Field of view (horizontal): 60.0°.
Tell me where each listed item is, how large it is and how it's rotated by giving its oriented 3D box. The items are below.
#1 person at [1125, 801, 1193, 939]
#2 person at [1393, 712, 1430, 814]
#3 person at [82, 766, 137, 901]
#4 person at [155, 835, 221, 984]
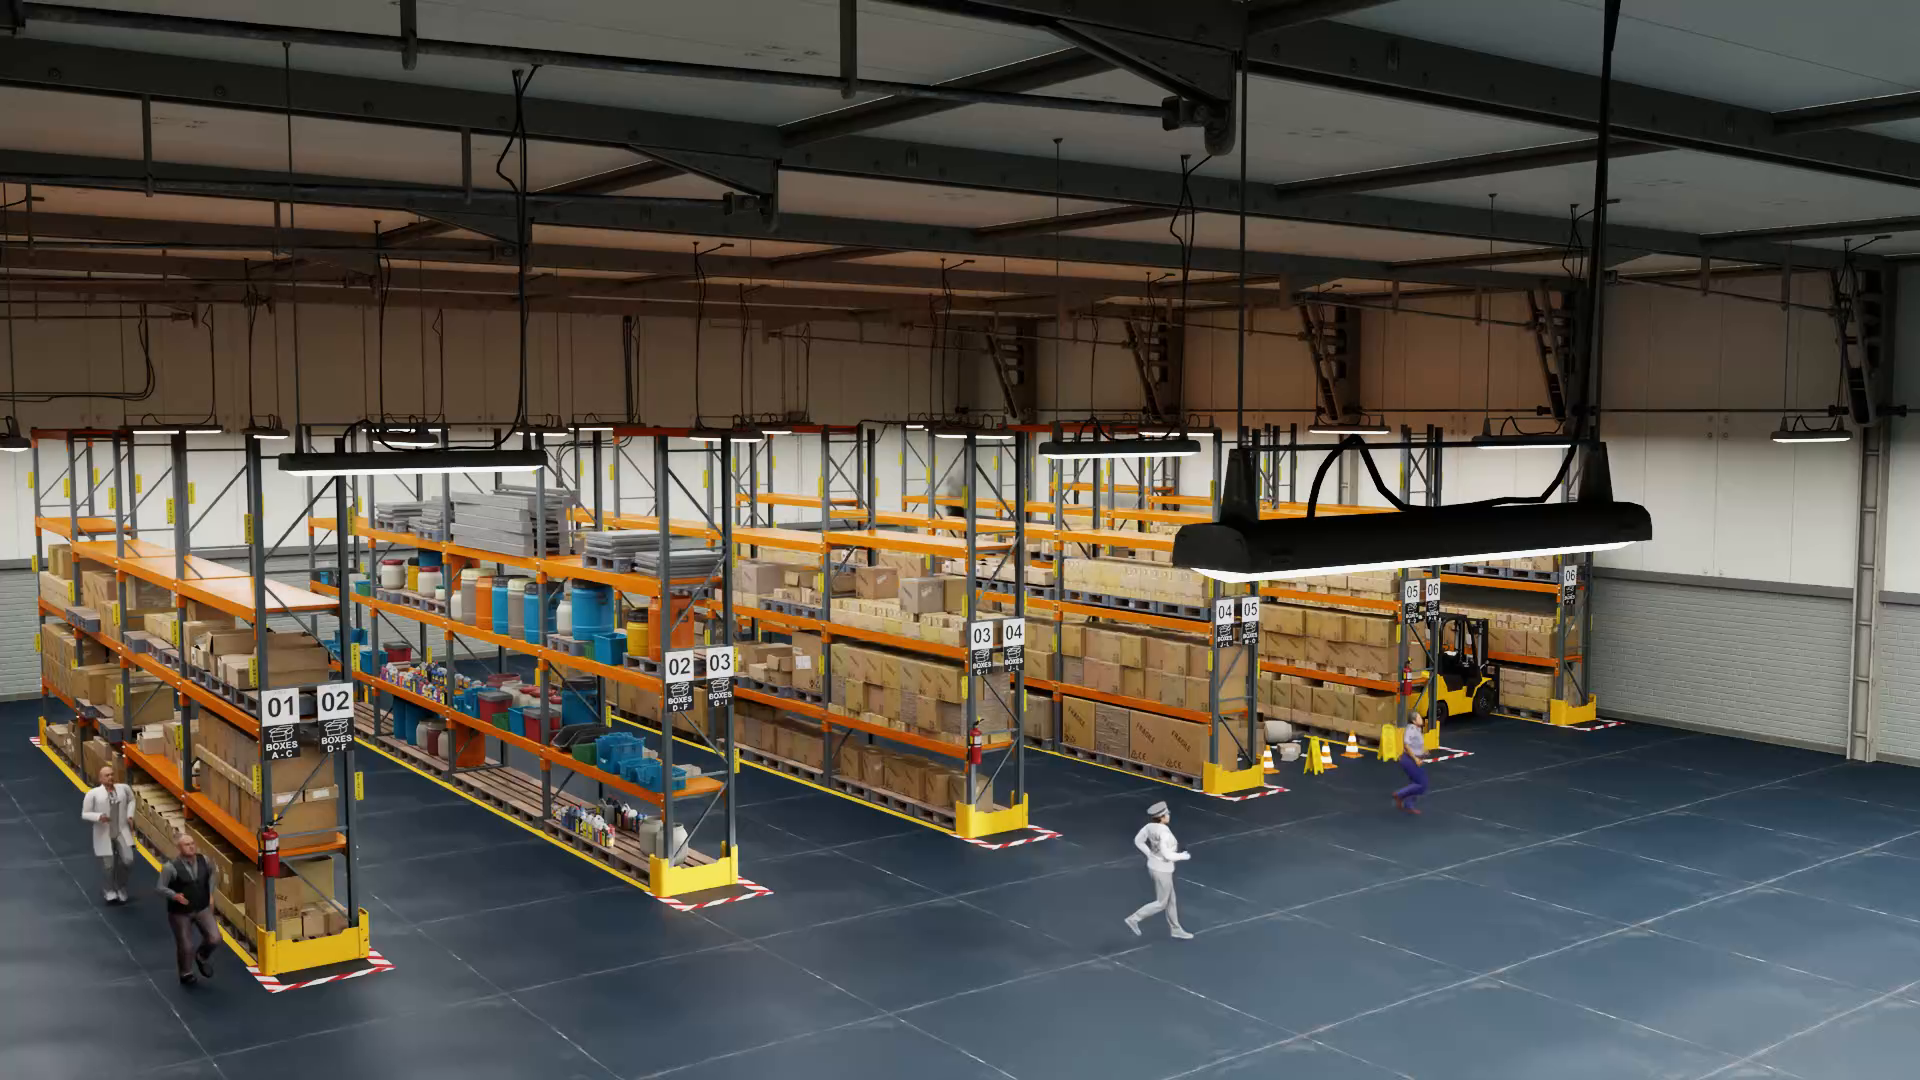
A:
[{"bbox_3d":[2.358,3.934,19.711,0.901,1.693,0.616,-1,5,-16],"label":"person"},{"bbox_3d":[7.082,3.492,26.079,0.588,1.619,0.599,1,5,9],"label":"person"},{"bbox_3d":[-10.827,3.784,21.278,0.693,1.768,0.682,-4,6,-42],"label":"person"},{"bbox_3d":[-8.403,4.065,18.189,0.632,1.685,0.698,4,6,44],"label":"person"}]
